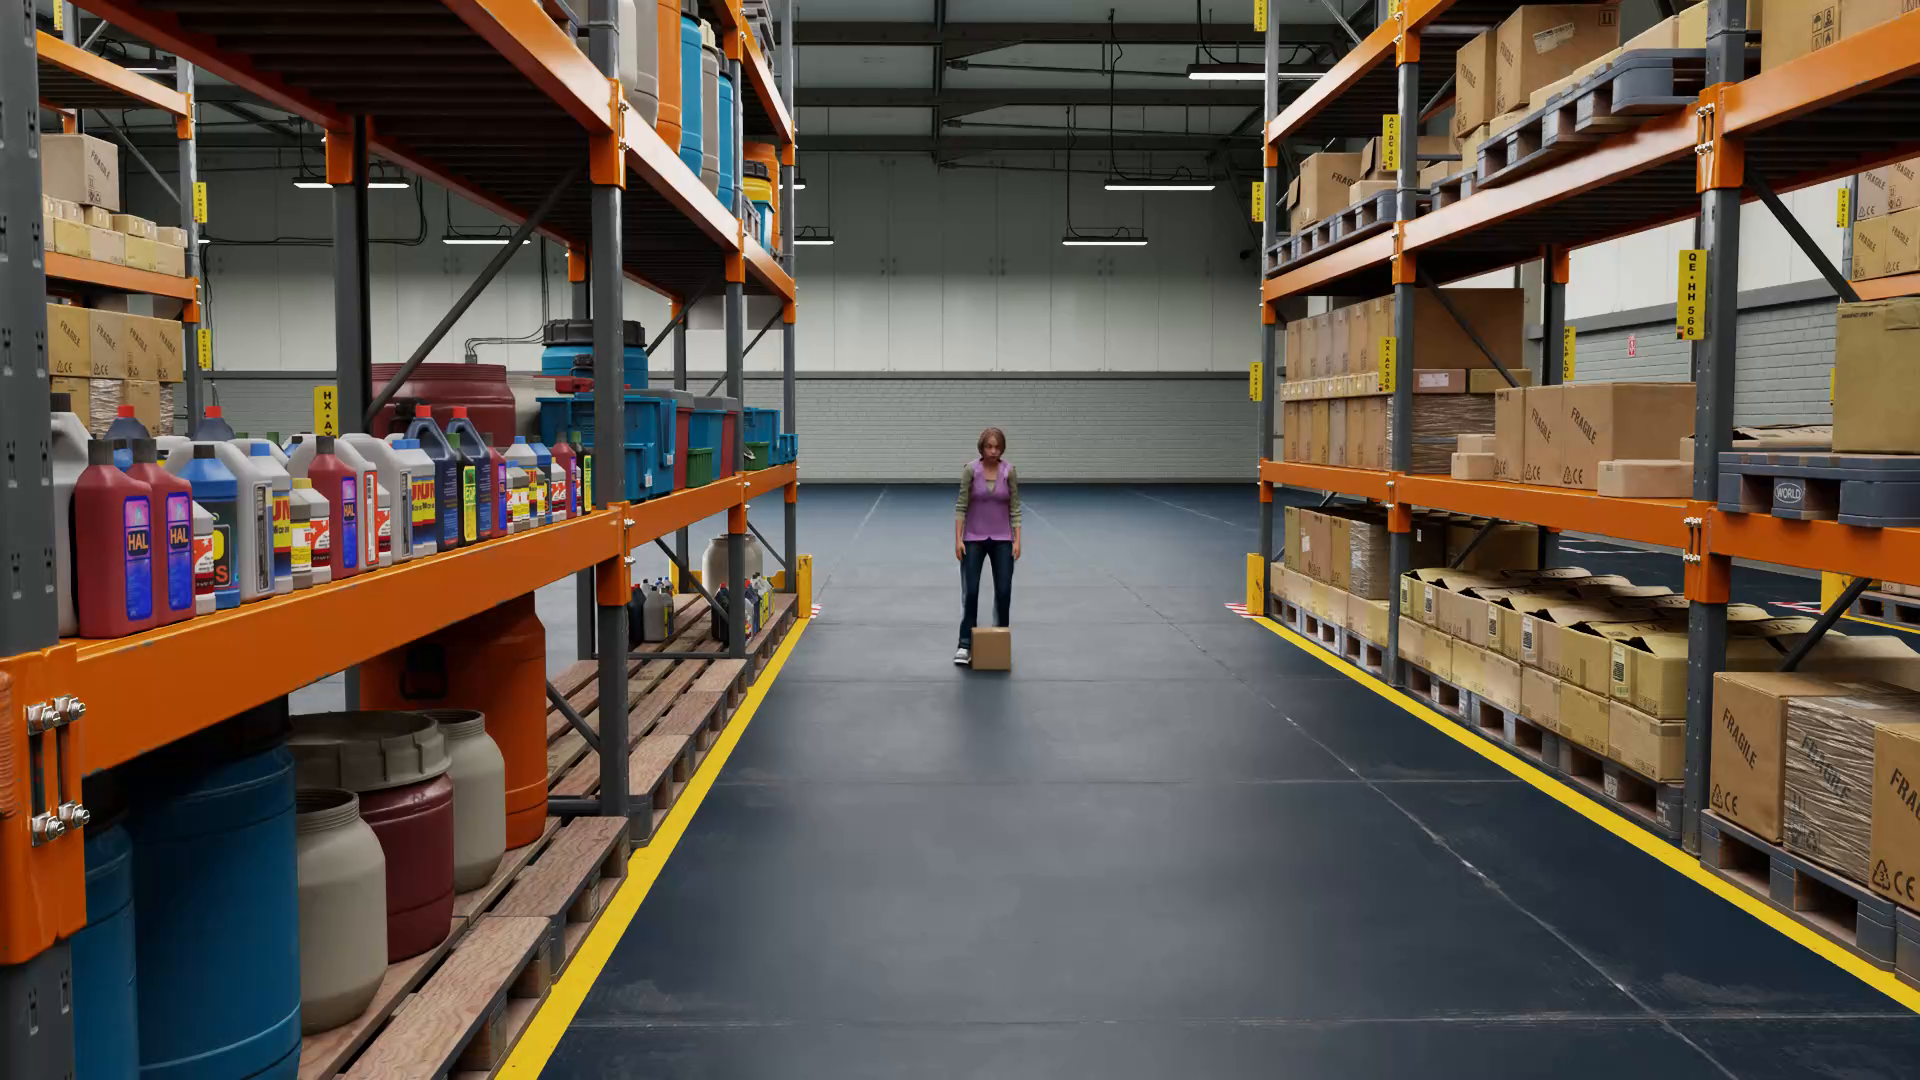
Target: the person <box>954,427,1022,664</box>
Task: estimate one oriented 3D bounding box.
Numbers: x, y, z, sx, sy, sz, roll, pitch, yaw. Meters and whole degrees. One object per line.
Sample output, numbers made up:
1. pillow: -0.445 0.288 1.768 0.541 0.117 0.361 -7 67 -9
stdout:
1. person: 0.188 0.035 11.241 0.471 1.592 0.348 0 4 -4
